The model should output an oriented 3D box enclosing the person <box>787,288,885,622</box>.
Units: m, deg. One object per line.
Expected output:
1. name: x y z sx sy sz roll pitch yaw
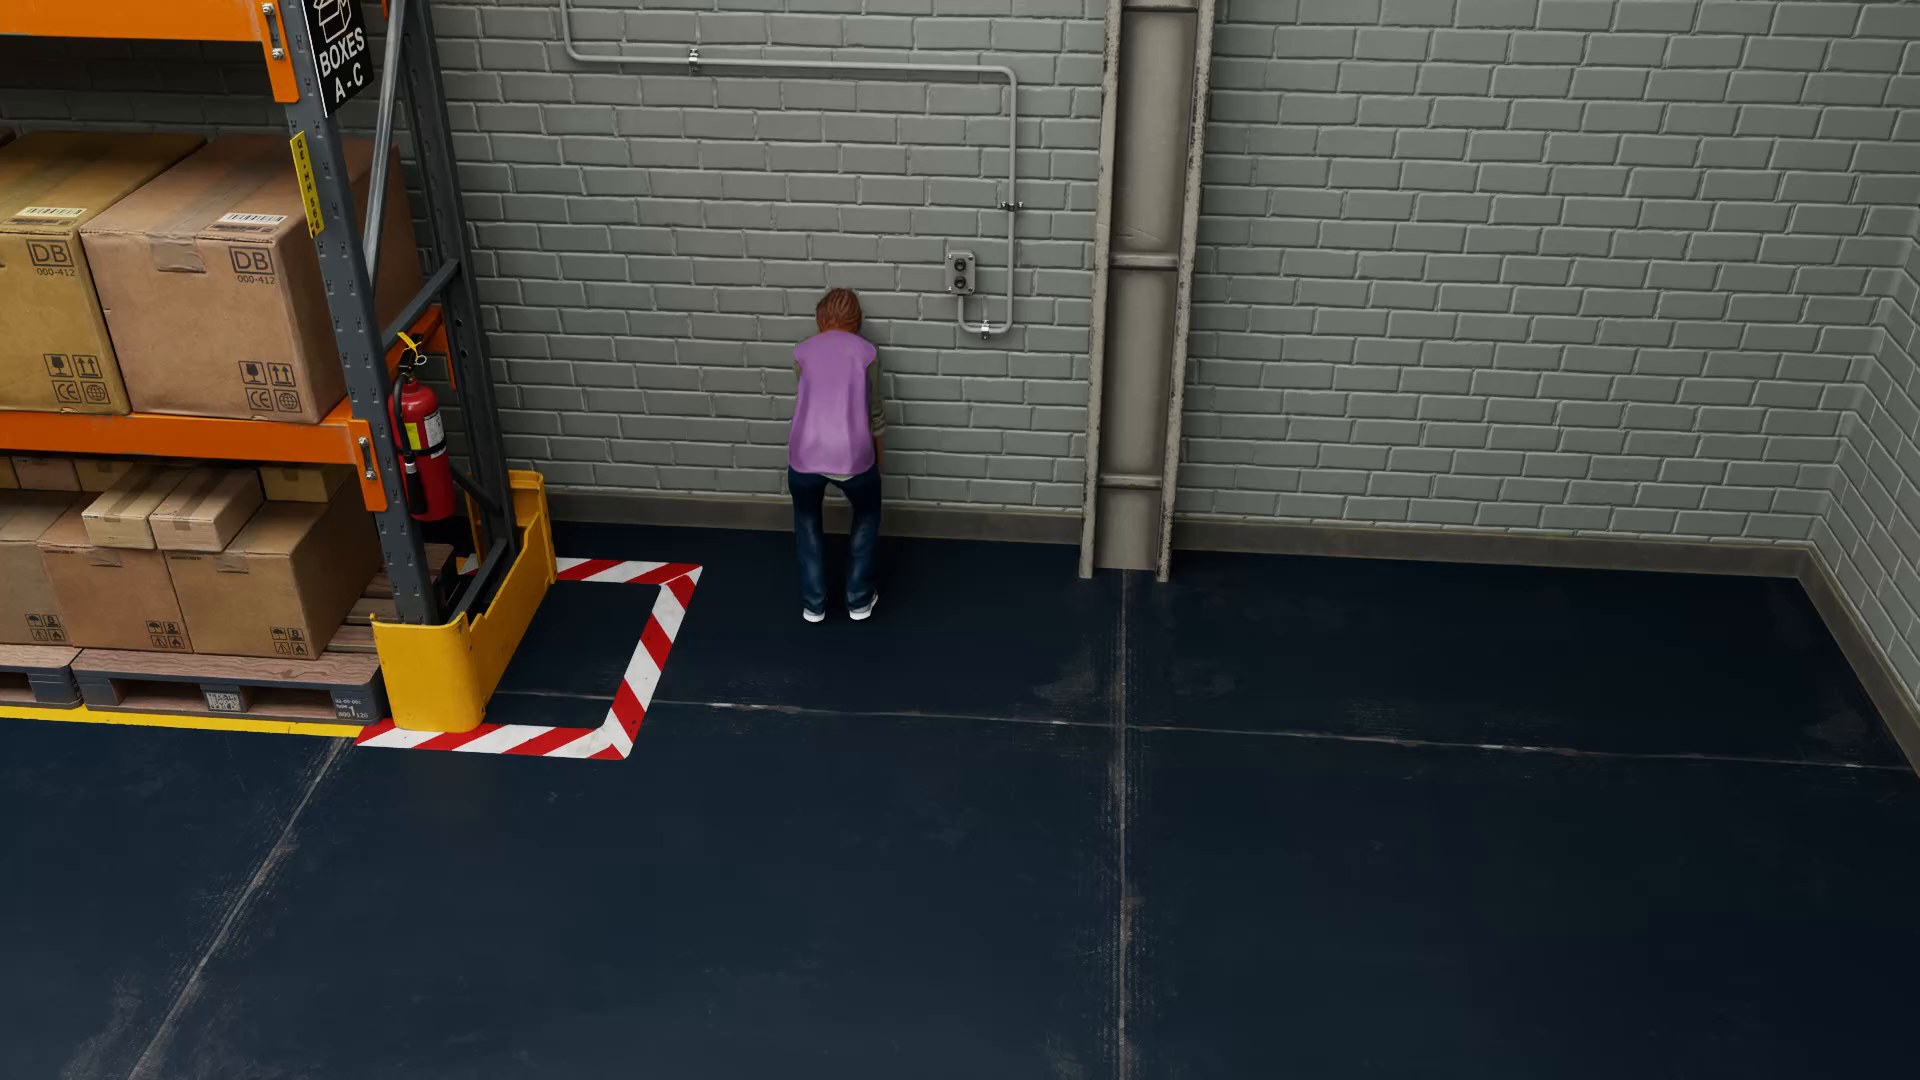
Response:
1. person: -0.505 -0.325 6.960 0.382 1.278 0.780 2 32 3
